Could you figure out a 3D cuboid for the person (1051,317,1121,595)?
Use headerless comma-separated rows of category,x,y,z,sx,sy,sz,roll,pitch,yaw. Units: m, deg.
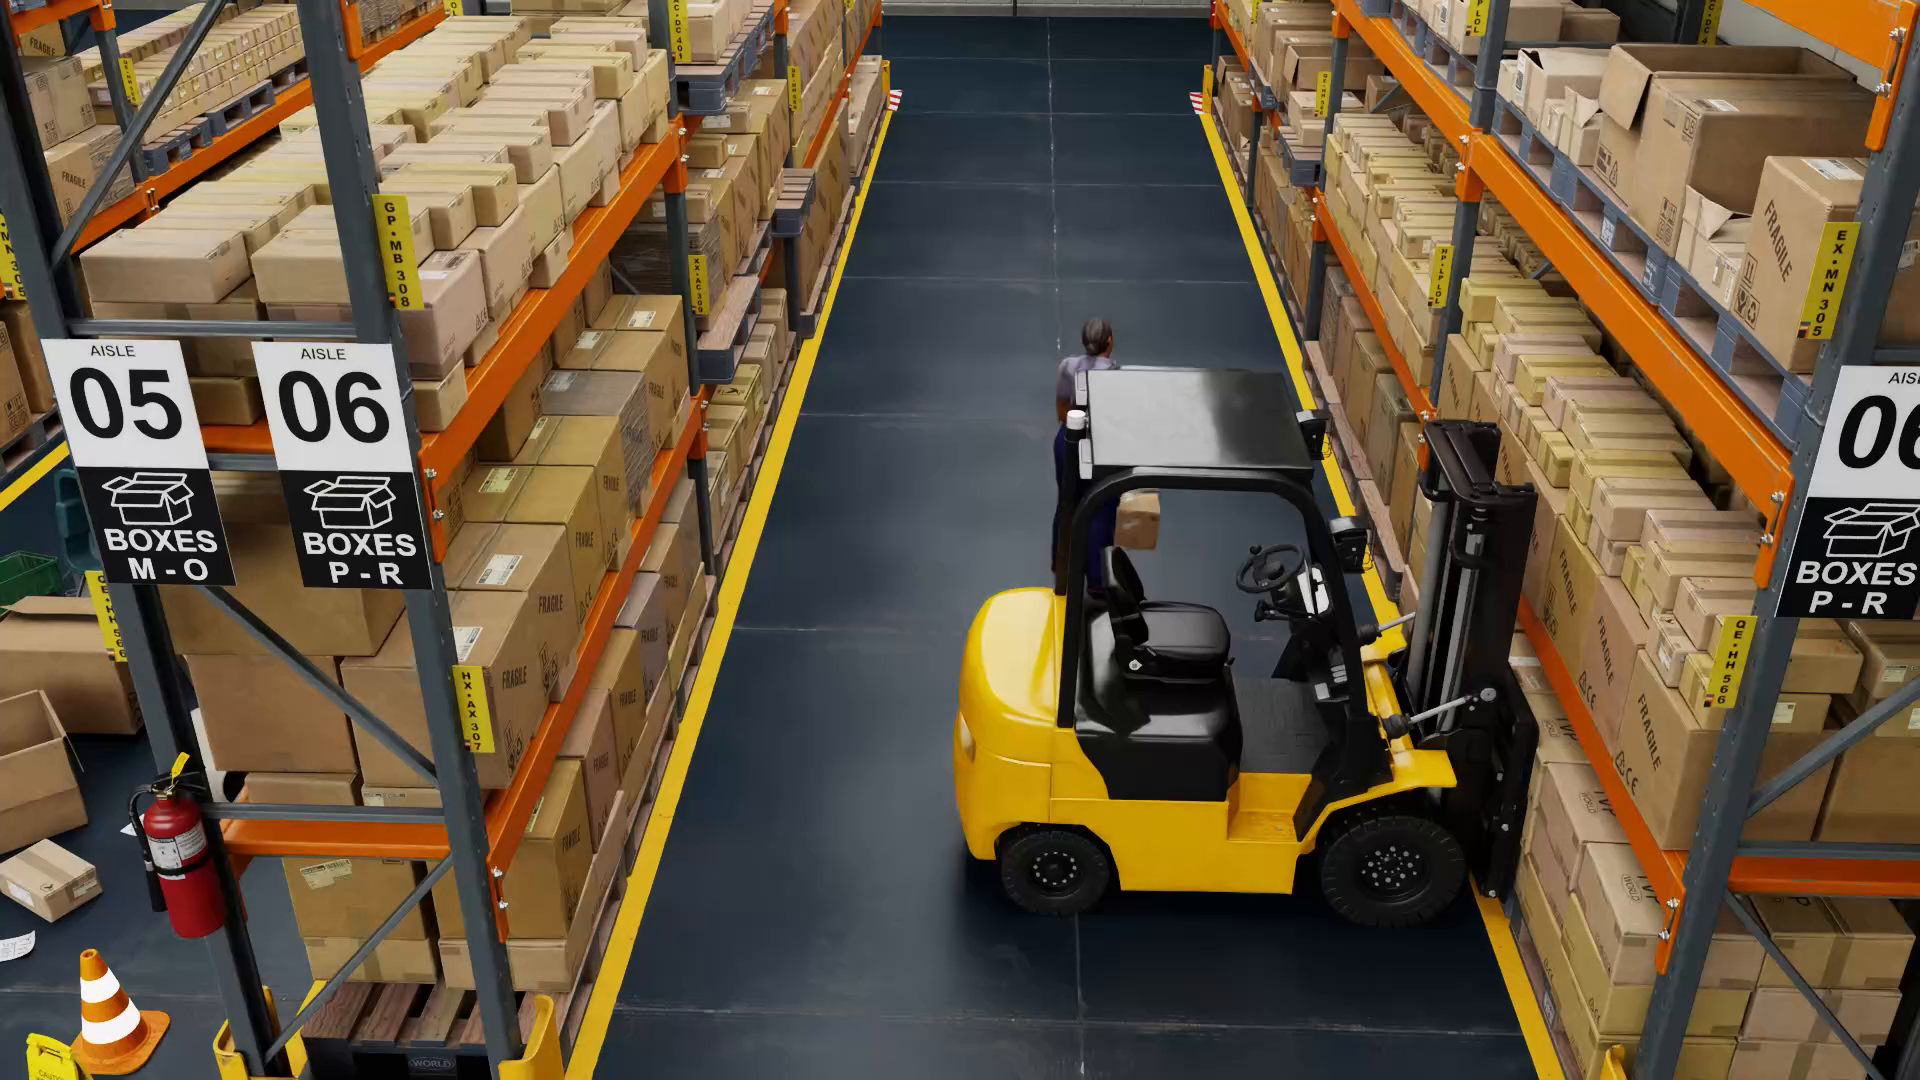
person,0.767,-0.493,9.511,0.592,1.662,0.372,24,36,37
